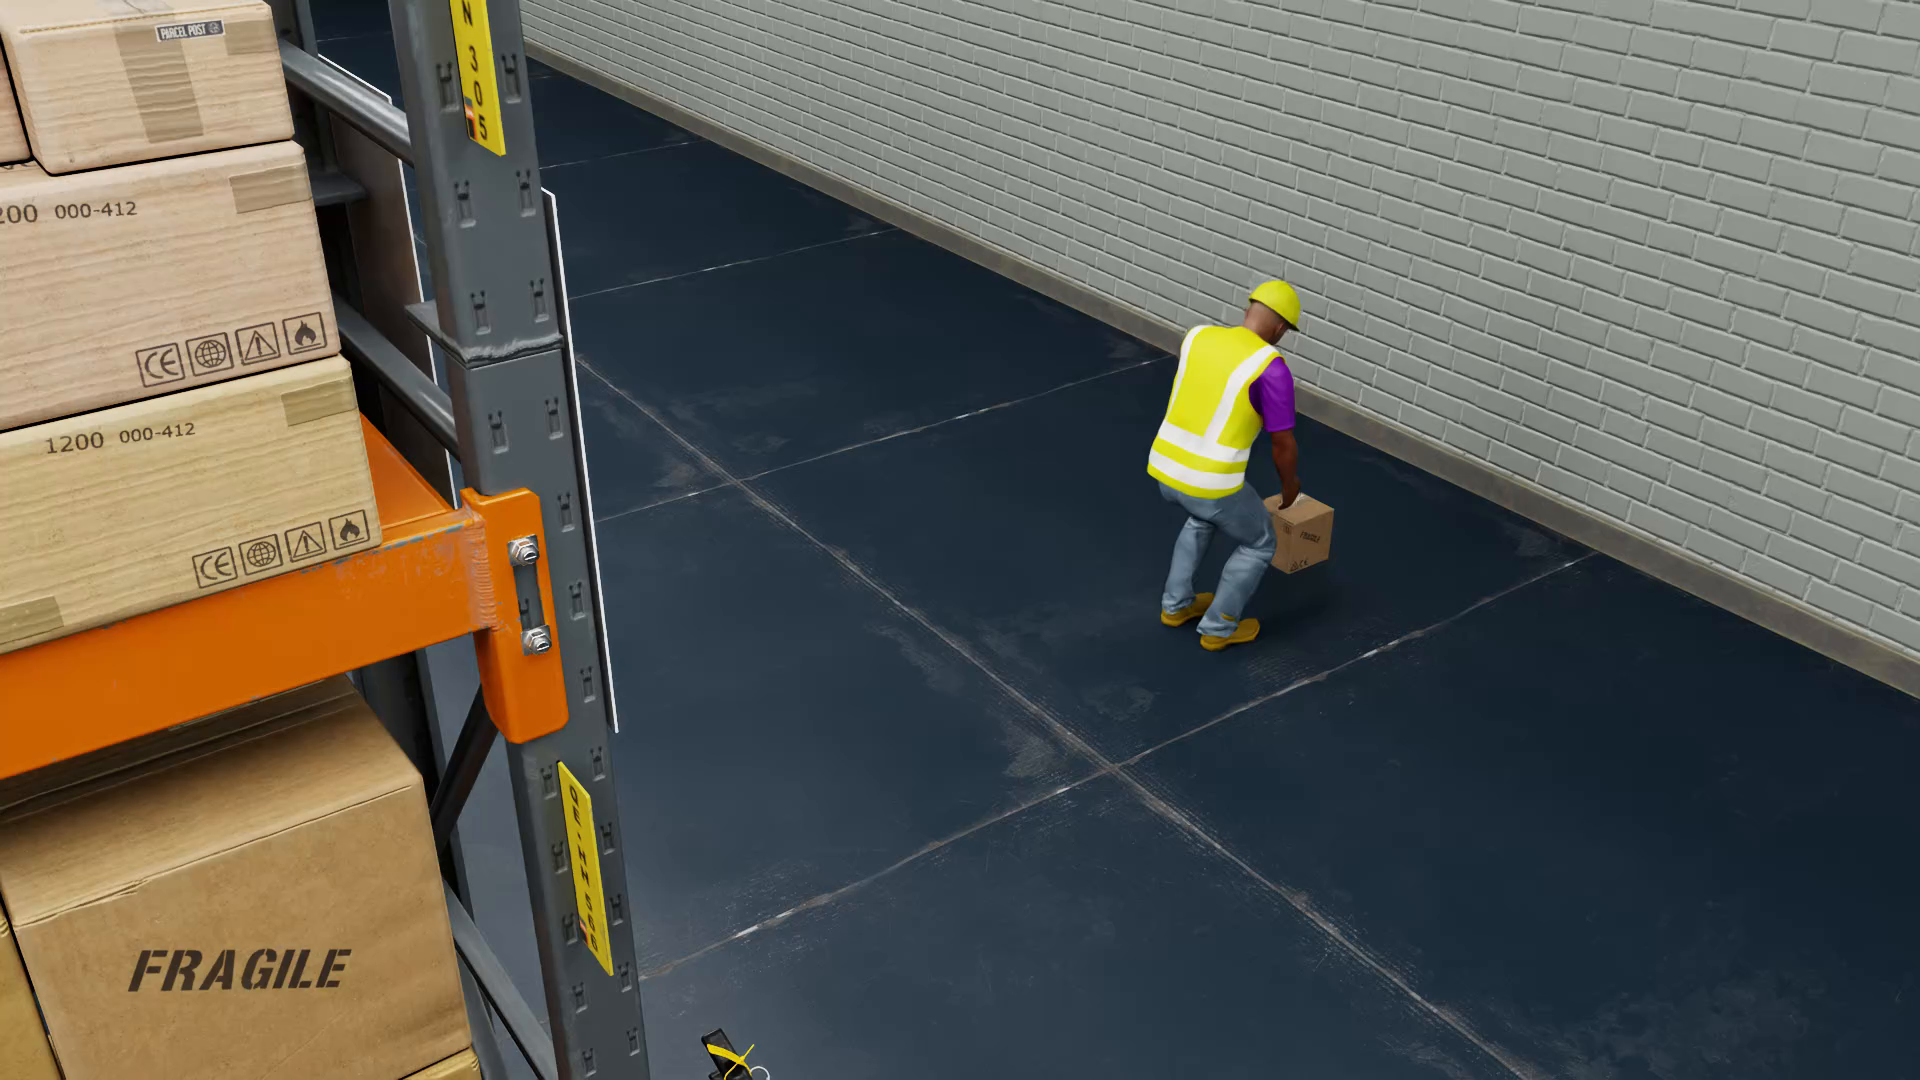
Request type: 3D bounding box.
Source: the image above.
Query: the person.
[{"bbox_3d":[1.097,-0.316,6.945,0.687,1.517,0.627,-18,33,-30],"label":"person"}]
